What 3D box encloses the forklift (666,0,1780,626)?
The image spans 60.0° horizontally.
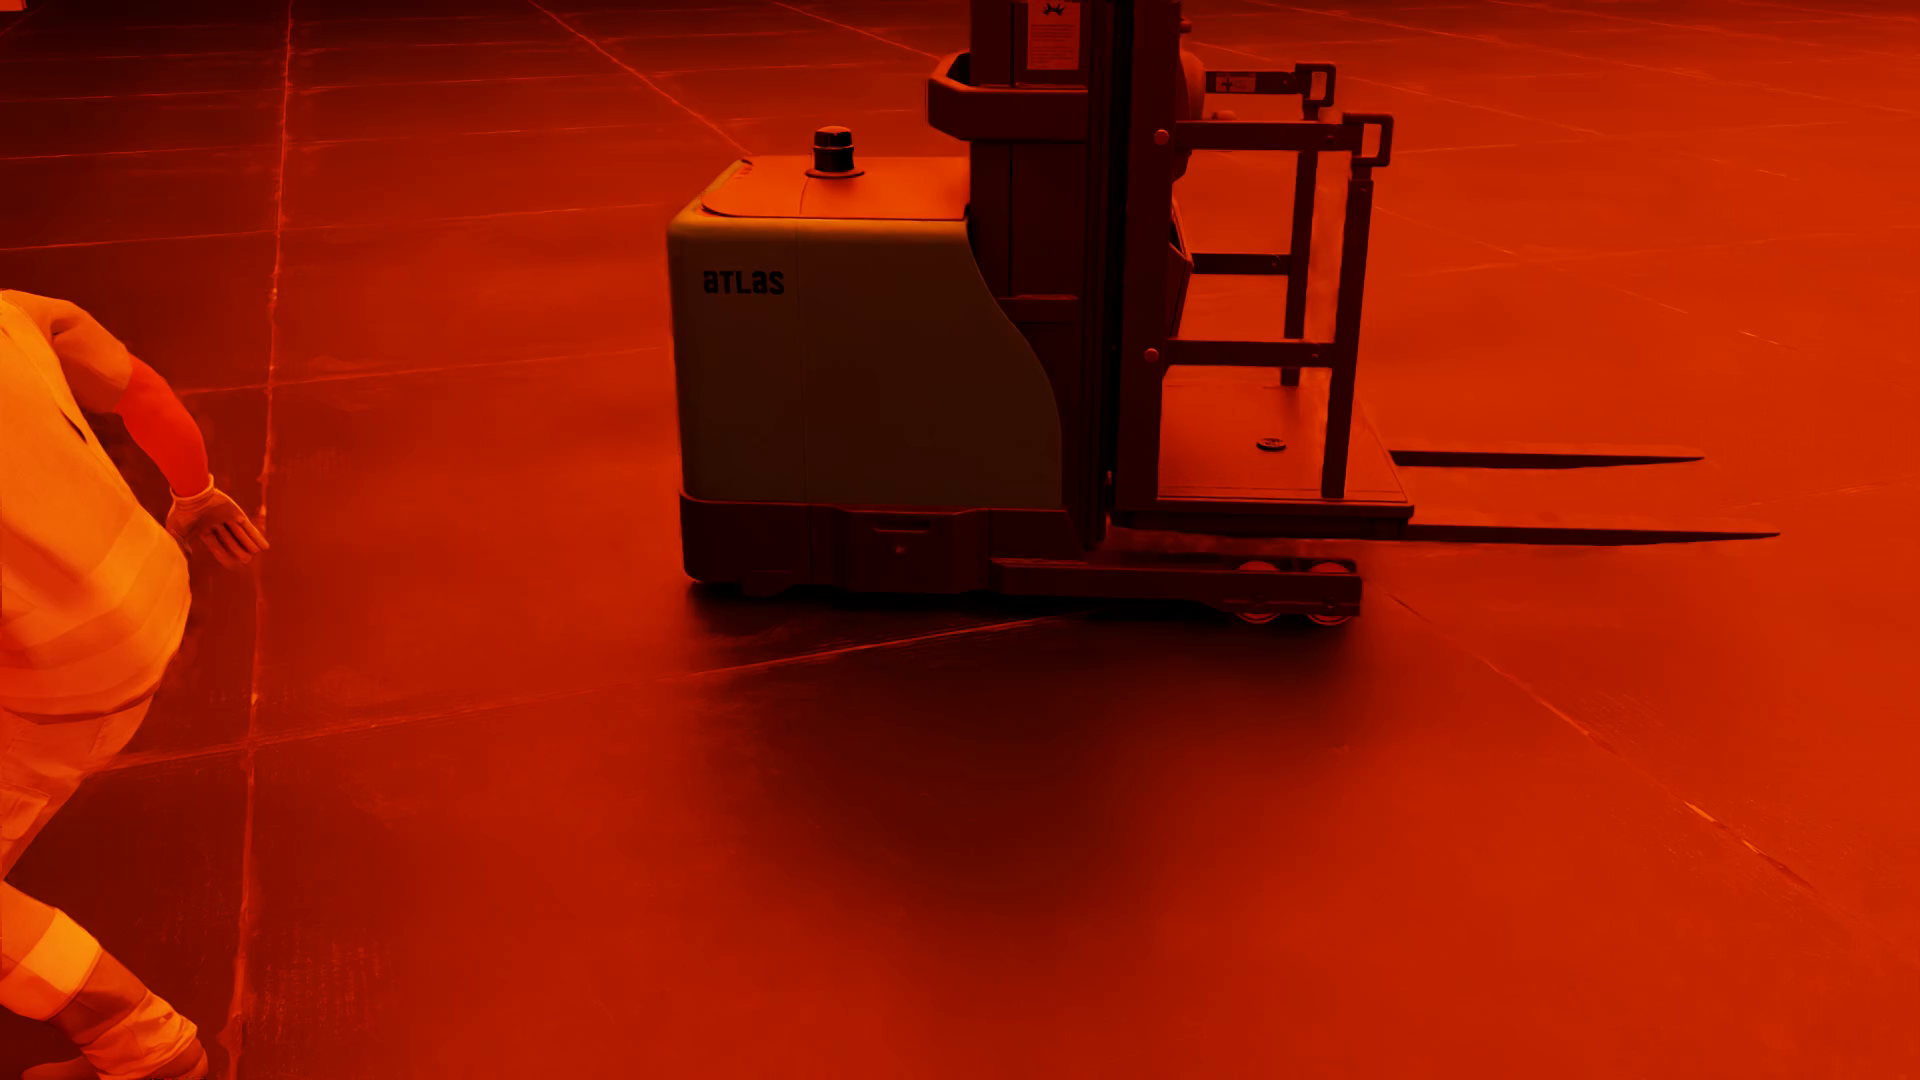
[{"bbox_3d":[0.759,-1.333,4.467,3.031,2.935,1.130,2,23,4],"label":"forklift"}]

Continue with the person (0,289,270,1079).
[{"bbox_3d":[-1.632,0.161,2.680,0.811,1.586,0.779,-2,23,-4],"label":"person"}]
